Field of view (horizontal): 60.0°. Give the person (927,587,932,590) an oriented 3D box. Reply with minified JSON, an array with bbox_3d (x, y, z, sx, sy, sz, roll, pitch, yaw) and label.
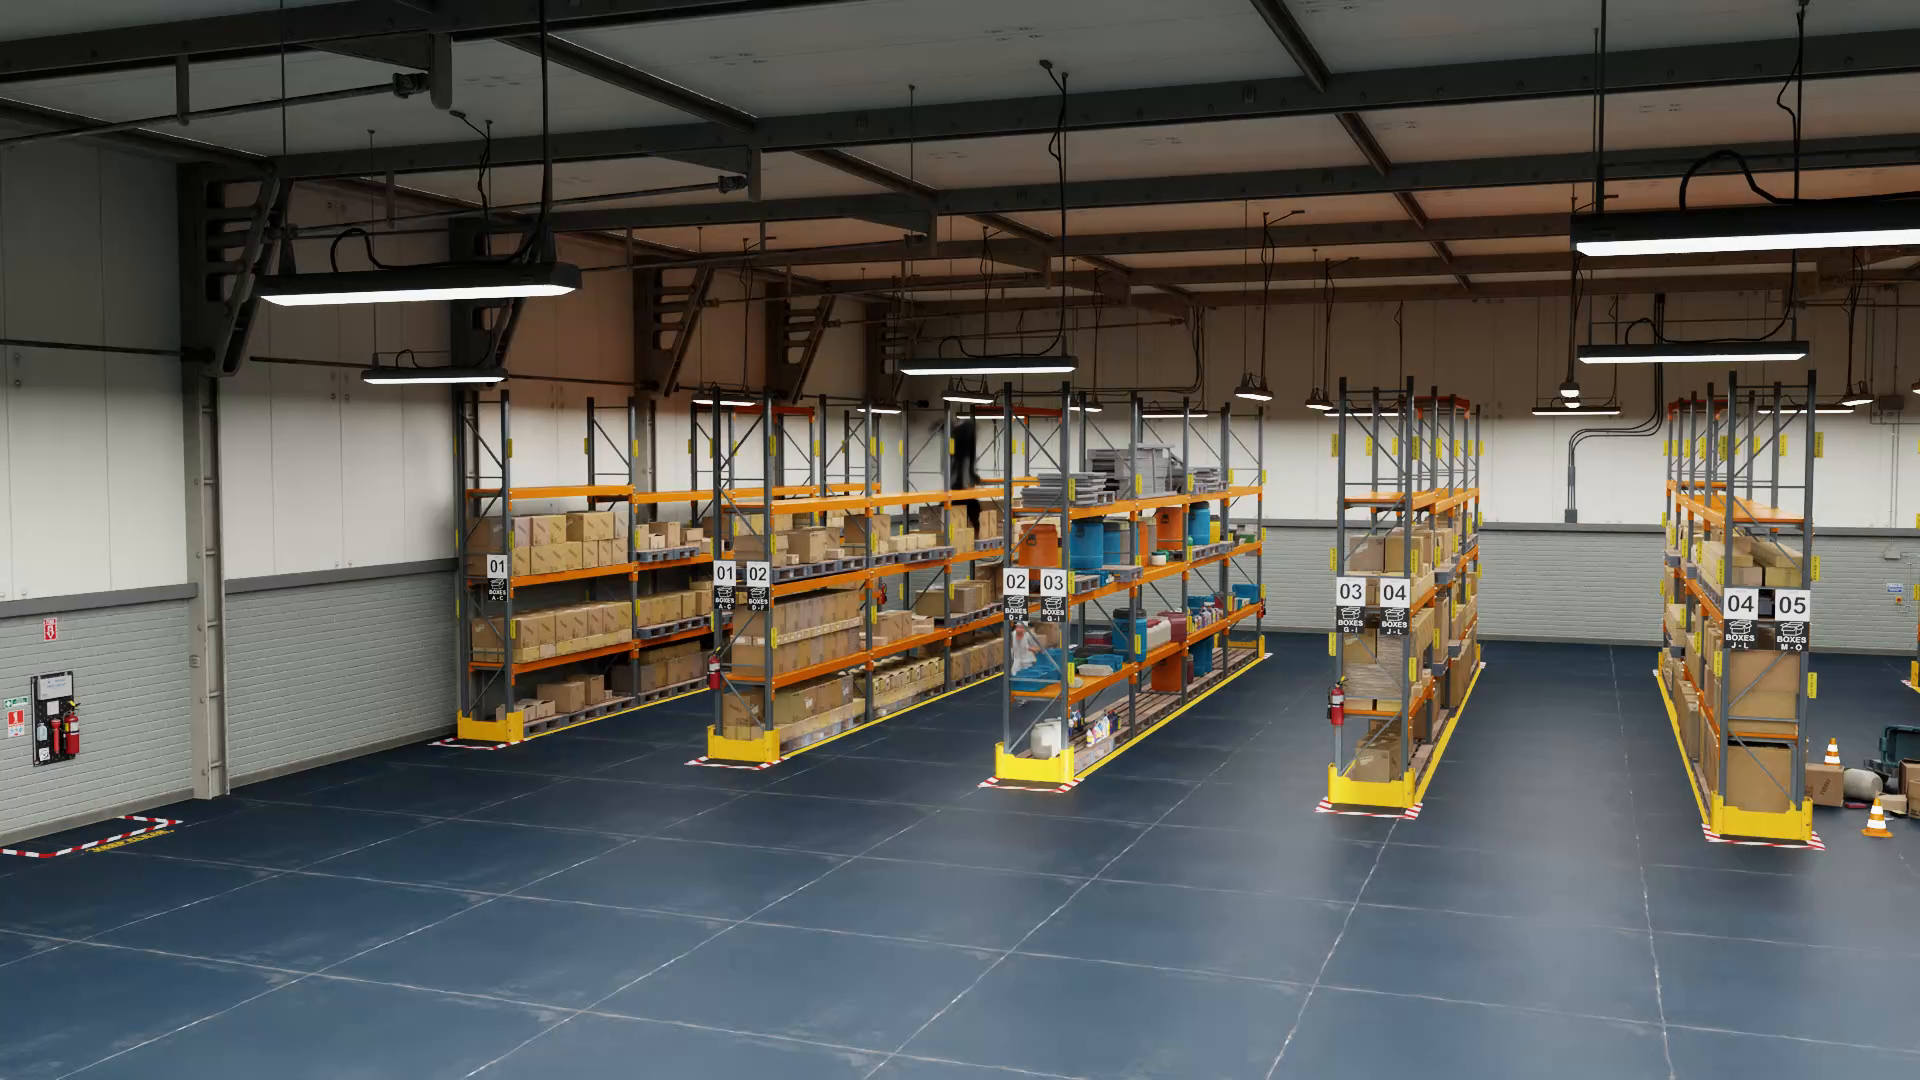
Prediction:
[{"bbox_3d":[-0.738,1.980,39.226,0.695,1.733,0.791,1,3,16],"label":"person"}]

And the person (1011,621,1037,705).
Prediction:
[{"bbox_3d":[1.185,2.359,31.999,0.642,1.700,0.886,1,3,14],"label":"person"}]
